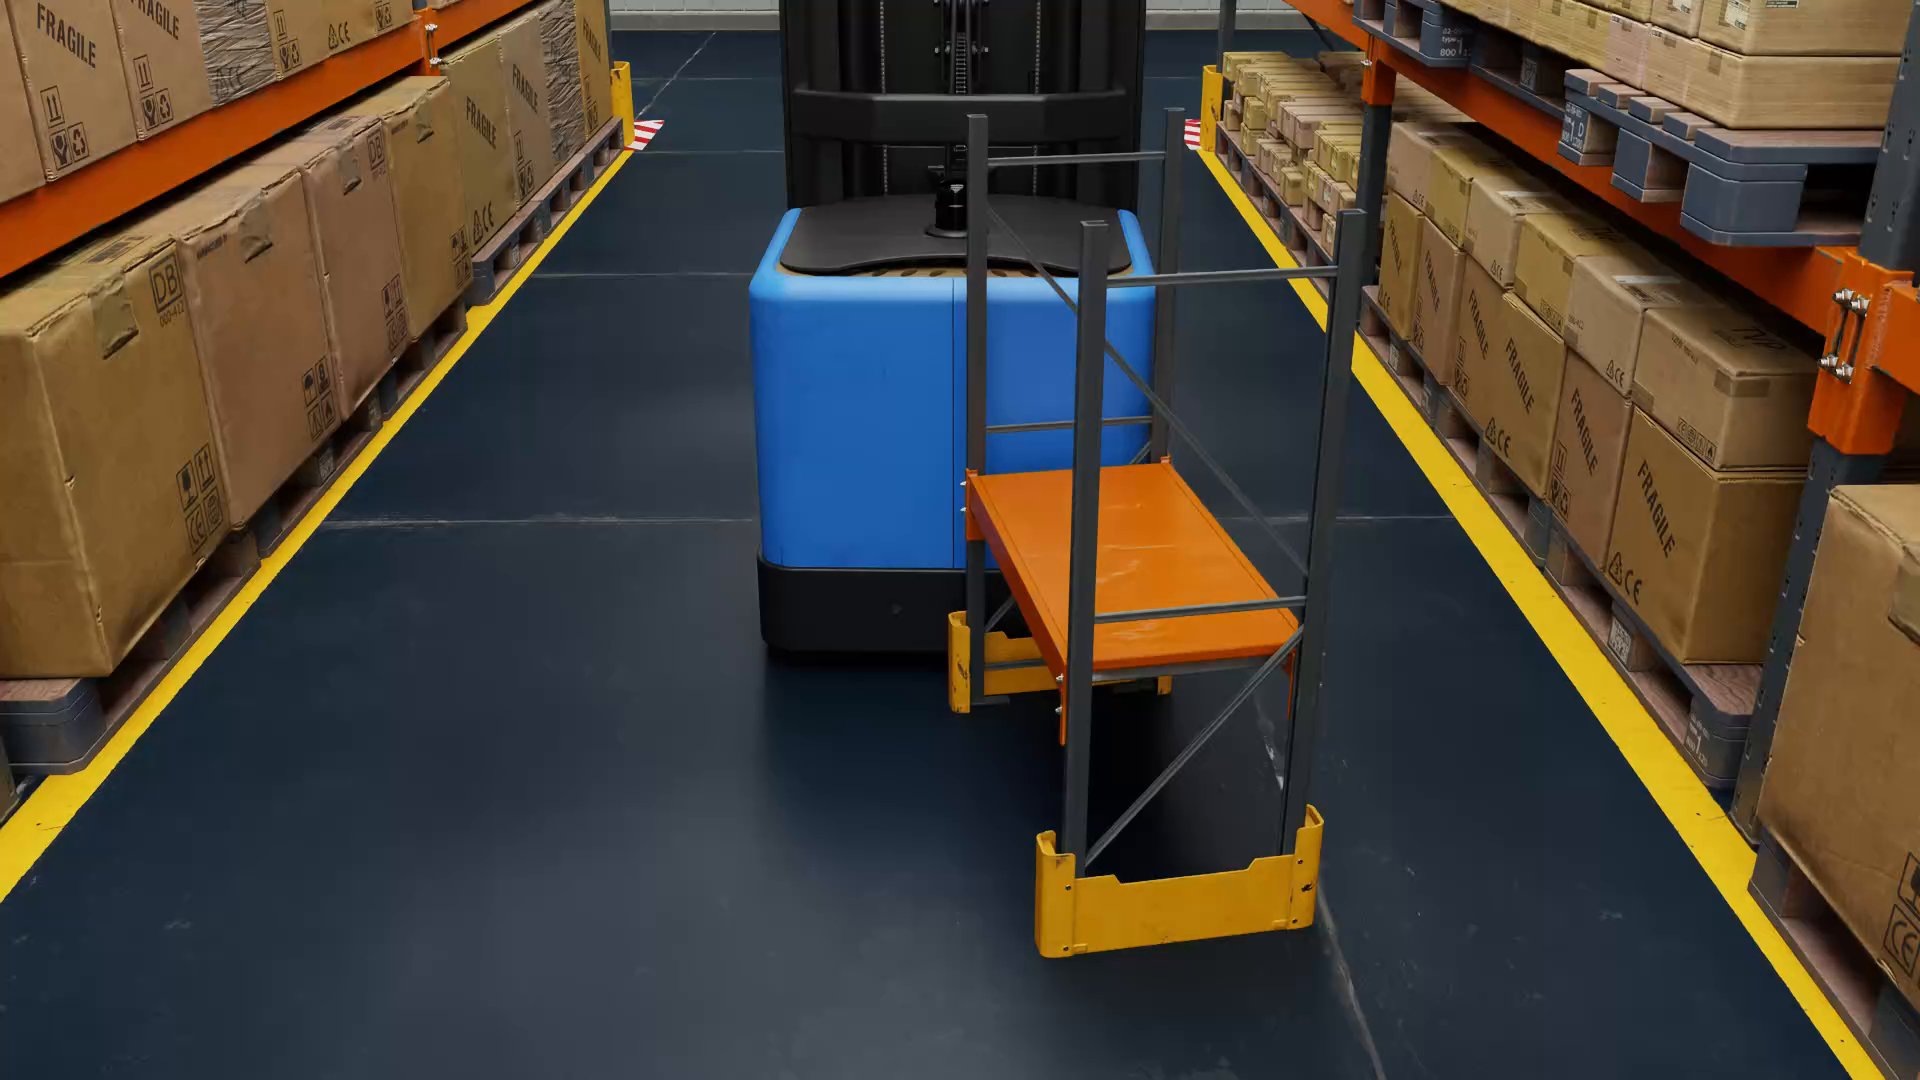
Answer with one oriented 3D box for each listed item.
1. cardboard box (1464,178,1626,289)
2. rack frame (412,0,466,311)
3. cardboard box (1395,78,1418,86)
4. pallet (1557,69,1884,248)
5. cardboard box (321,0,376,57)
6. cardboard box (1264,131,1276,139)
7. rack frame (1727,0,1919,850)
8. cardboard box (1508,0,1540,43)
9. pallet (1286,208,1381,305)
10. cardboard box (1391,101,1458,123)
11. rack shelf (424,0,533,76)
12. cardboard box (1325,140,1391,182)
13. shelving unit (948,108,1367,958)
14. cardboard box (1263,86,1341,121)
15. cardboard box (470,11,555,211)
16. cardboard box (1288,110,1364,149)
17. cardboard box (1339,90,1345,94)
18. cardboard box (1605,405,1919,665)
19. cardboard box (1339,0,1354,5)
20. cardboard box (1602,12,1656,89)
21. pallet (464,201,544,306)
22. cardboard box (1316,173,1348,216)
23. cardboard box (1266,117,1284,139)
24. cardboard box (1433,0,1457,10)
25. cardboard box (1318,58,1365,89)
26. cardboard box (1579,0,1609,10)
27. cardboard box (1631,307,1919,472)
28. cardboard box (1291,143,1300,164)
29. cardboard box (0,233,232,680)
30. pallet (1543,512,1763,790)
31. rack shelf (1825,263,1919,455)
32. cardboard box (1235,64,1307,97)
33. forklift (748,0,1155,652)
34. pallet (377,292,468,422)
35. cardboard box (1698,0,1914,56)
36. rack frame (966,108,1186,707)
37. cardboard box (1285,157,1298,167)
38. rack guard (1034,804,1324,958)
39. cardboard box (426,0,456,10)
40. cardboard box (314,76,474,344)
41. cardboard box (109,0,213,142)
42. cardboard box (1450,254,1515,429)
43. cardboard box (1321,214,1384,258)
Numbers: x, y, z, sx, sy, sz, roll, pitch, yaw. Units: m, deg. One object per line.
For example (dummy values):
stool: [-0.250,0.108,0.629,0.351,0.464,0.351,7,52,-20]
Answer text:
cardboard box: [1.979,-1.009,5.455,0.500,0.250,0.500,1,24,1]
rack frame: [-2.735,-2.370,6.850,1.000,3.000,0.127,0,24,-1]
cardboard box: [2.514,-2.518,9.405,0.380,0.149,0.250,1,24,1]
pallet: [2.155,-0.908,3.850,1.213,0.211,1.003,0,24,-1]
cardboard box: [-2.458,-2.020,5.955,0.500,0.500,0.500,0,24,1]
cardboard box: [1.953,-2.253,9.542,0.380,0.149,0.250,0,24,0]
rack frame: [2.269,-0.702,3.163,1.000,3.000,0.127,0,24,-1]
cardboard box: [1.796,-1.509,4.741,0.380,0.149,0.250,0,24,1]
pallet: [2.183,-1.357,7.993,1.003,0.211,1.213,0,24,-1]
cardboard box: [2.401,-2.199,8.700,0.380,0.149,0.250,-1,24,-3]
rack shelf: [-2.757,-2.866,8.820,1.077,0.370,4.000,0,24,-1]
cardboard box: [1.919,-1.764,7.739,0.380,0.149,0.250,0,24,0]
shelving unit: [0.355,-0.074,3.595,0.587,1.500,1.083,-4,25,-10]
cardboard box: [1.882,-2.403,9.150,0.380,0.149,0.250,0,24,0]
cardboard box: [-2.672,-2.236,8.623,0.875,0.875,0.875,0,24,-1]
cardboard box: [1.889,-2.085,8.449,0.380,0.149,0.250,-1,24,-3]
cardboard box: [2.481,-2.596,9.940,0.380,0.149,0.250,-1,24,-3]
cardboard box: [2.001,-0.025,4.188,0.500,0.500,0.500,0,24,-1]
cardboard box: [1.877,-2.458,7.350,0.380,0.149,0.250,-1,24,-2]
cardboard box: [1.800,-1.189,4.033,0.380,0.149,0.250,0,24,0]
pallet: [-2.665,-1.413,8.118,1.003,0.211,1.213,0,24,-1]
cardboard box: [1.889,-1.618,7.777,0.380,0.149,0.250,-1,24,-3]
cardboard box: [1.961,-2.381,9.463,0.380,0.149,0.250,-1,24,-3]
cardboard box: [1.783,-1.837,5.468,0.380,0.149,0.250,-1,24,-3]
cardboard box: [2.386,-2.841,10.120,0.380,0.149,0.250,0,24,0]
cardboard box: [1.796,-1.438,4.223,0.380,0.149,0.250,0,24,0]
cardboard box: [2.000,-0.377,4.057,0.500,0.250,0.500,-1,24,-2]
cardboard box: [1.959,-2.048,8.727,0.380,0.149,0.250,-1,24,-3]
cardboard box: [-2.678,-0.229,4.186,1.225,0.875,0.875,-1,24,-3]
pallet: [2.262,0.246,4.449,1.003,0.211,1.213,0,24,-1]
rack shelf: [2.291,0.450,1.489,1.077,0.370,4.000,0,24,-1]
cardboard box: [1.846,-2.727,9.868,0.380,0.149,0.250,0,24,-1]
forklift: [0.012,-1.595,5.220,1.130,2.935,3.031,0,24,1]
pallet: [-2.651,-0.782,6.722,1.003,0.211,1.213,0,24,-1]
cardboard box: [1.809,-1.116,3.512,0.380,0.149,0.250,0,24,1]
rack frame: [0.263,-0.277,4.042,0.500,1.500,0.032,-4,25,-10]
cardboard box: [1.934,-1.937,8.843,0.380,0.149,0.250,0,24,0]
rack guard: [0.446,0.697,3.406,0.587,0.250,0.087,-4,25,-10]
cardboard box: [-2.406,-2.379,7.174,0.380,0.149,0.250,0,24,0]
cardboard box: [-2.708,-1.329,6.618,1.225,0.875,0.875,0,24,0]
cardboard box: [-2.442,-1.392,4.567,0.500,0.500,0.500,-1,24,-2]
cardboard box: [1.995,-0.663,5.601,0.500,0.500,0.500,0,24,0]
cardboard box: [1.881,-1.403,7.662,0.380,0.149,0.250,0,24,0]
